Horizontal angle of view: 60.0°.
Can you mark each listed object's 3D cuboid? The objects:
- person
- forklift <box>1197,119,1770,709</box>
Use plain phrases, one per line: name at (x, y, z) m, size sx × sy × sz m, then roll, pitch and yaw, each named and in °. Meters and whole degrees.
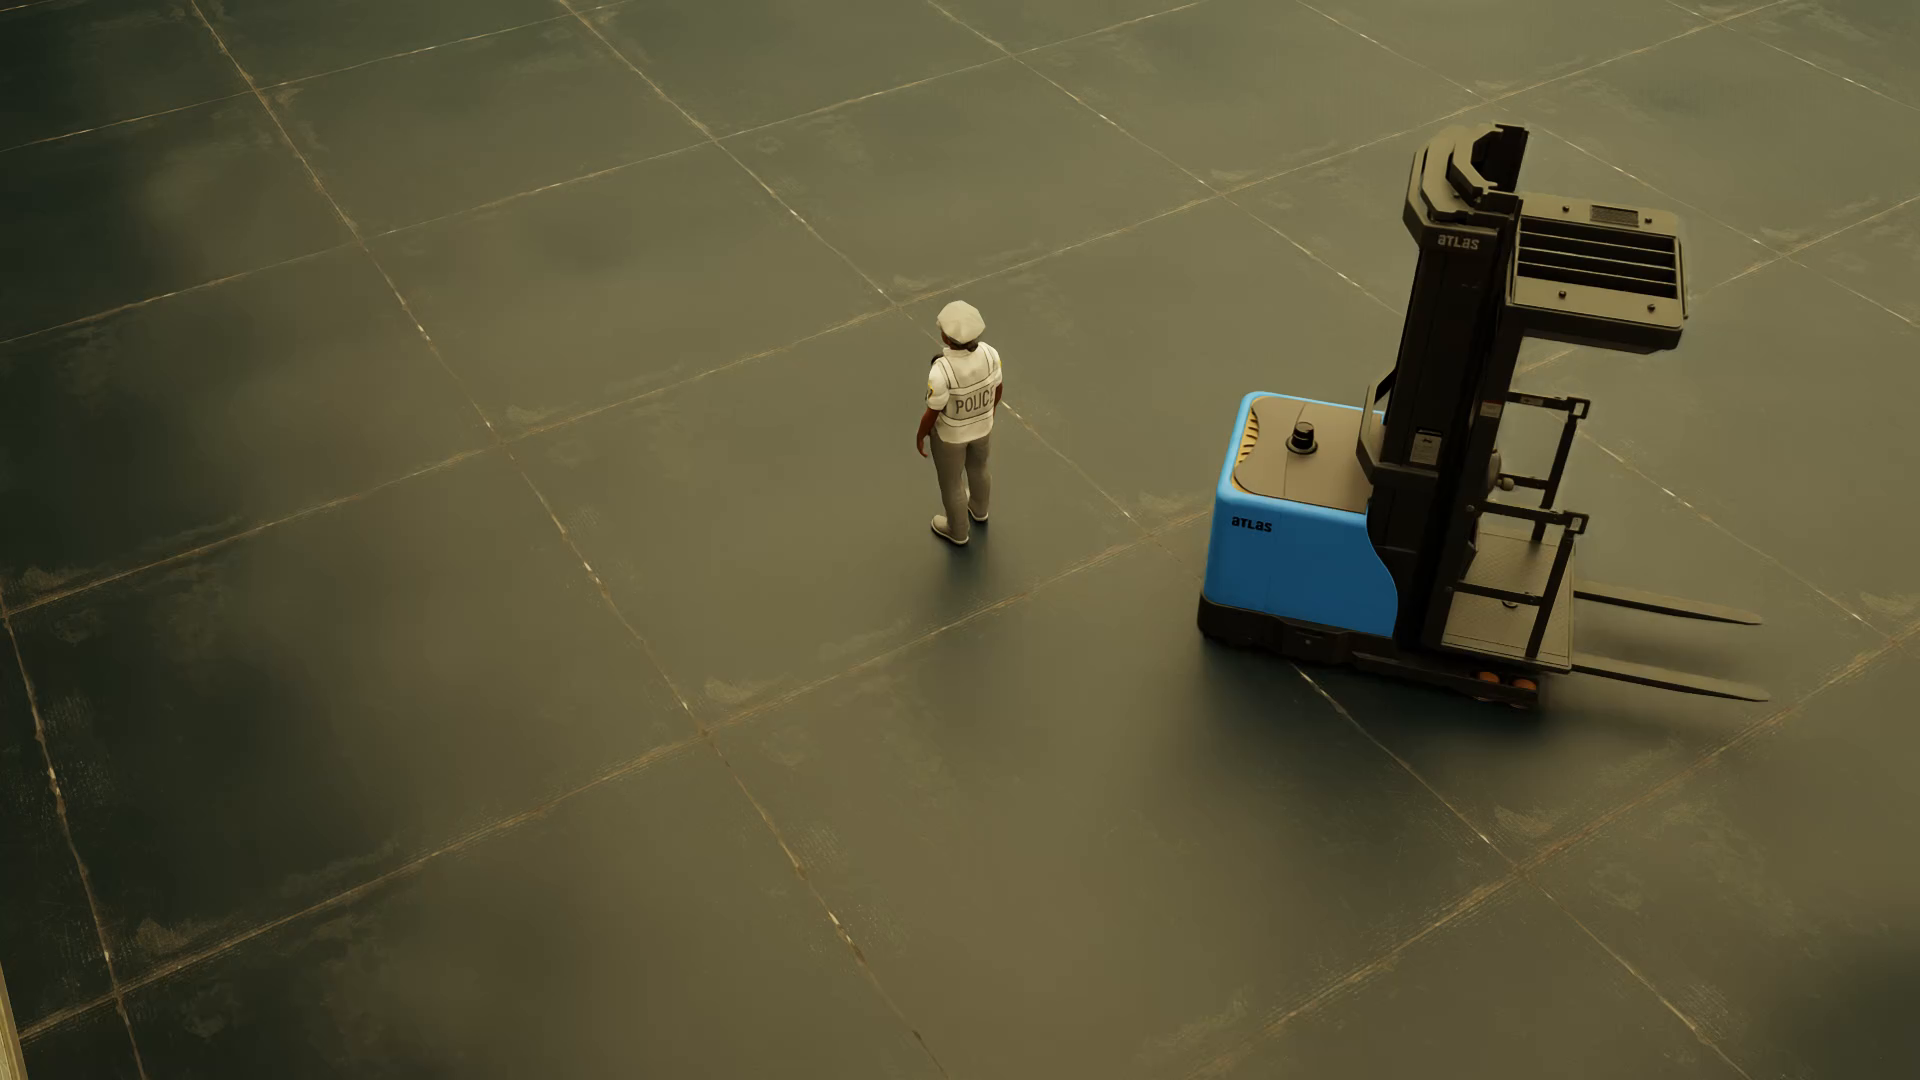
person at (-0.023, -0.693, 9.592) m, size 0.569 × 1.695 × 0.528 m, roll -23°, pitch 46°, yaw -24°
forklift at (2.921, -0.578, 8.532) m, size 3.031 × 2.935 × 1.130 m, roll 11°, pitch 42°, yaw 12°
